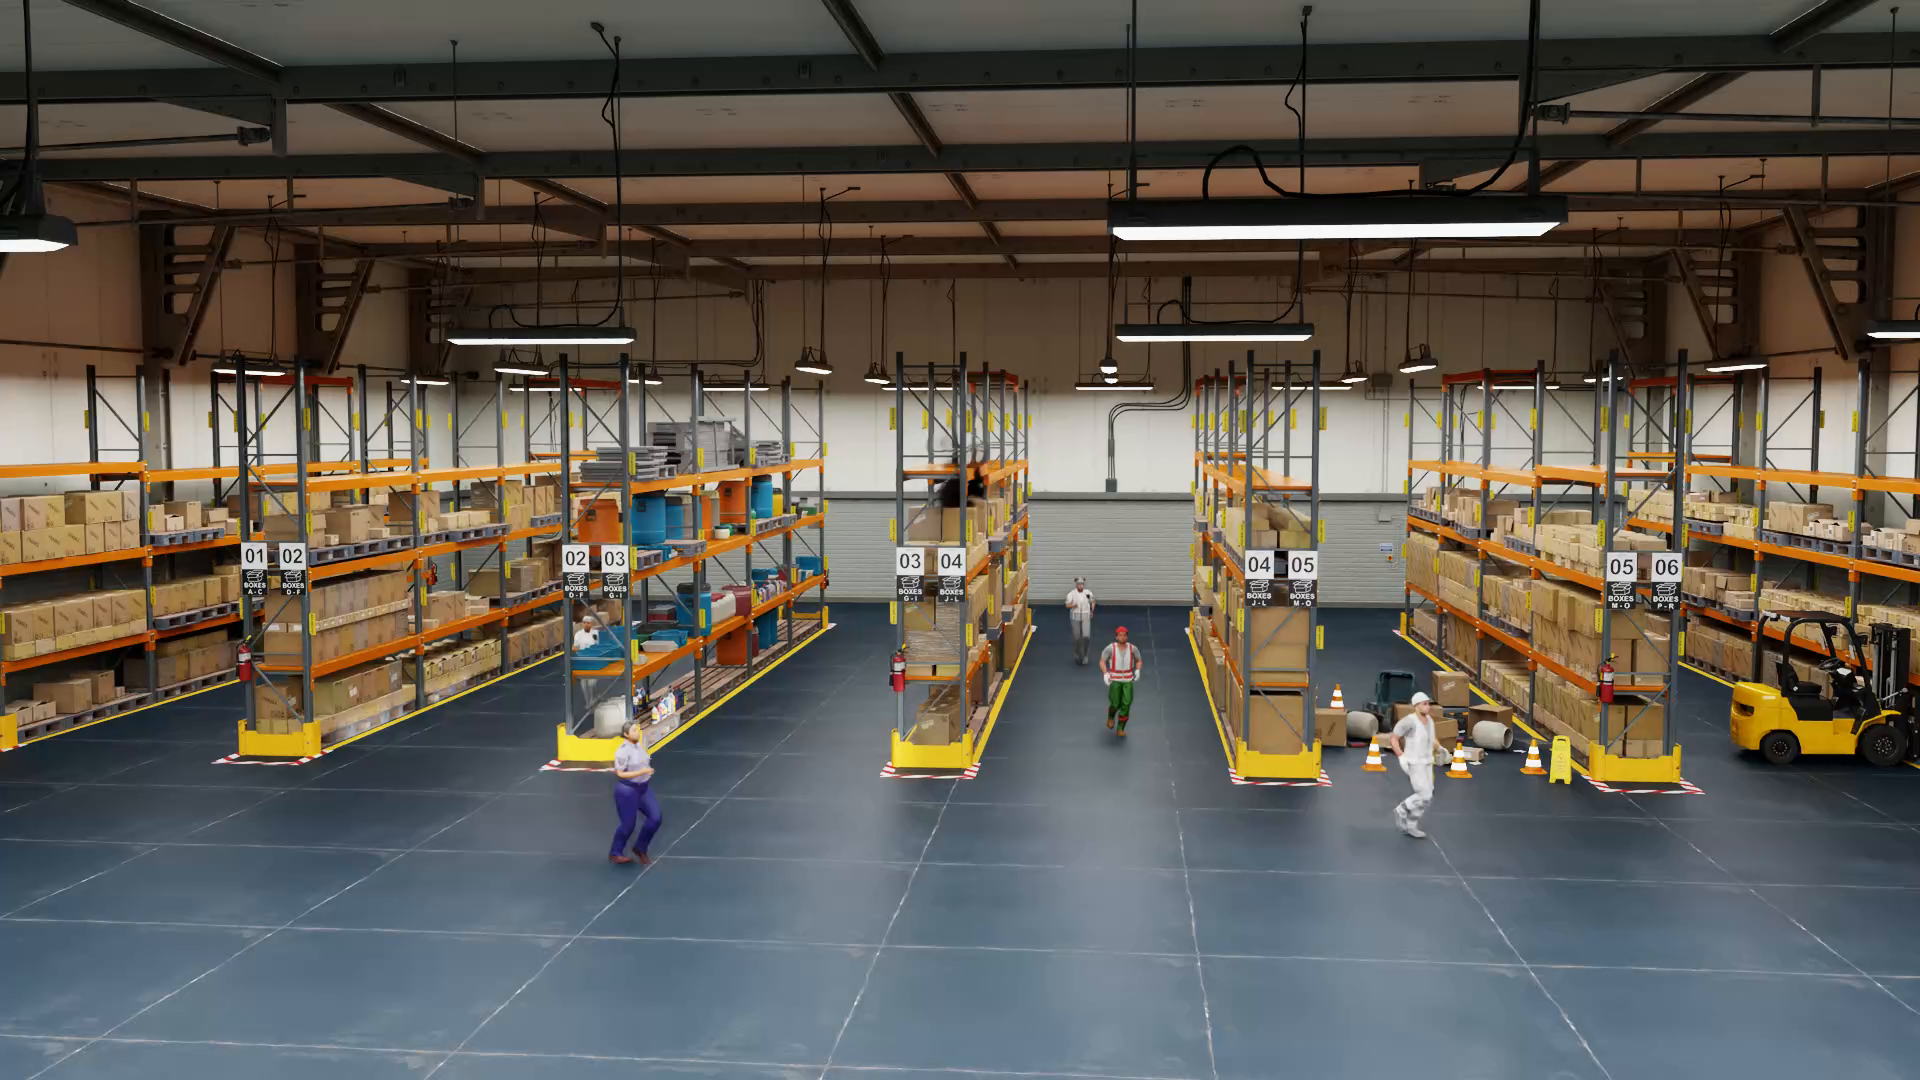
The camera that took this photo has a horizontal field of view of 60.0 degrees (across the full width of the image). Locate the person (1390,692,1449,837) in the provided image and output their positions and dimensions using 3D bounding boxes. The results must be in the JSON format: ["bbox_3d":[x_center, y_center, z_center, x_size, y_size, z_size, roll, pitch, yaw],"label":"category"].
[{"bbox_3d":[5.554,2.703,20.032,0.669,1.749,0.584,-3,5,-38],"label":"person"}]

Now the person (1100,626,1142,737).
[{"bbox_3d":[2.582,2.245,26.558,0.677,1.754,0.592,0,4,-6],"label":"person"}]

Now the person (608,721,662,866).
[{"bbox_3d":[-3.648,2.867,18.686,0.661,1.676,0.586,2,4,25],"label":"person"}]

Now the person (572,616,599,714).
[{"bbox_3d":[-6.393,2.152,28.616,0.586,1.695,0.661,0,4,3],"label":"person"}]

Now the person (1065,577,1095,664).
[{"bbox_3d":[2.507,1.677,34.548,0.640,1.835,0.726,0,4,0],"label":"person"}]
